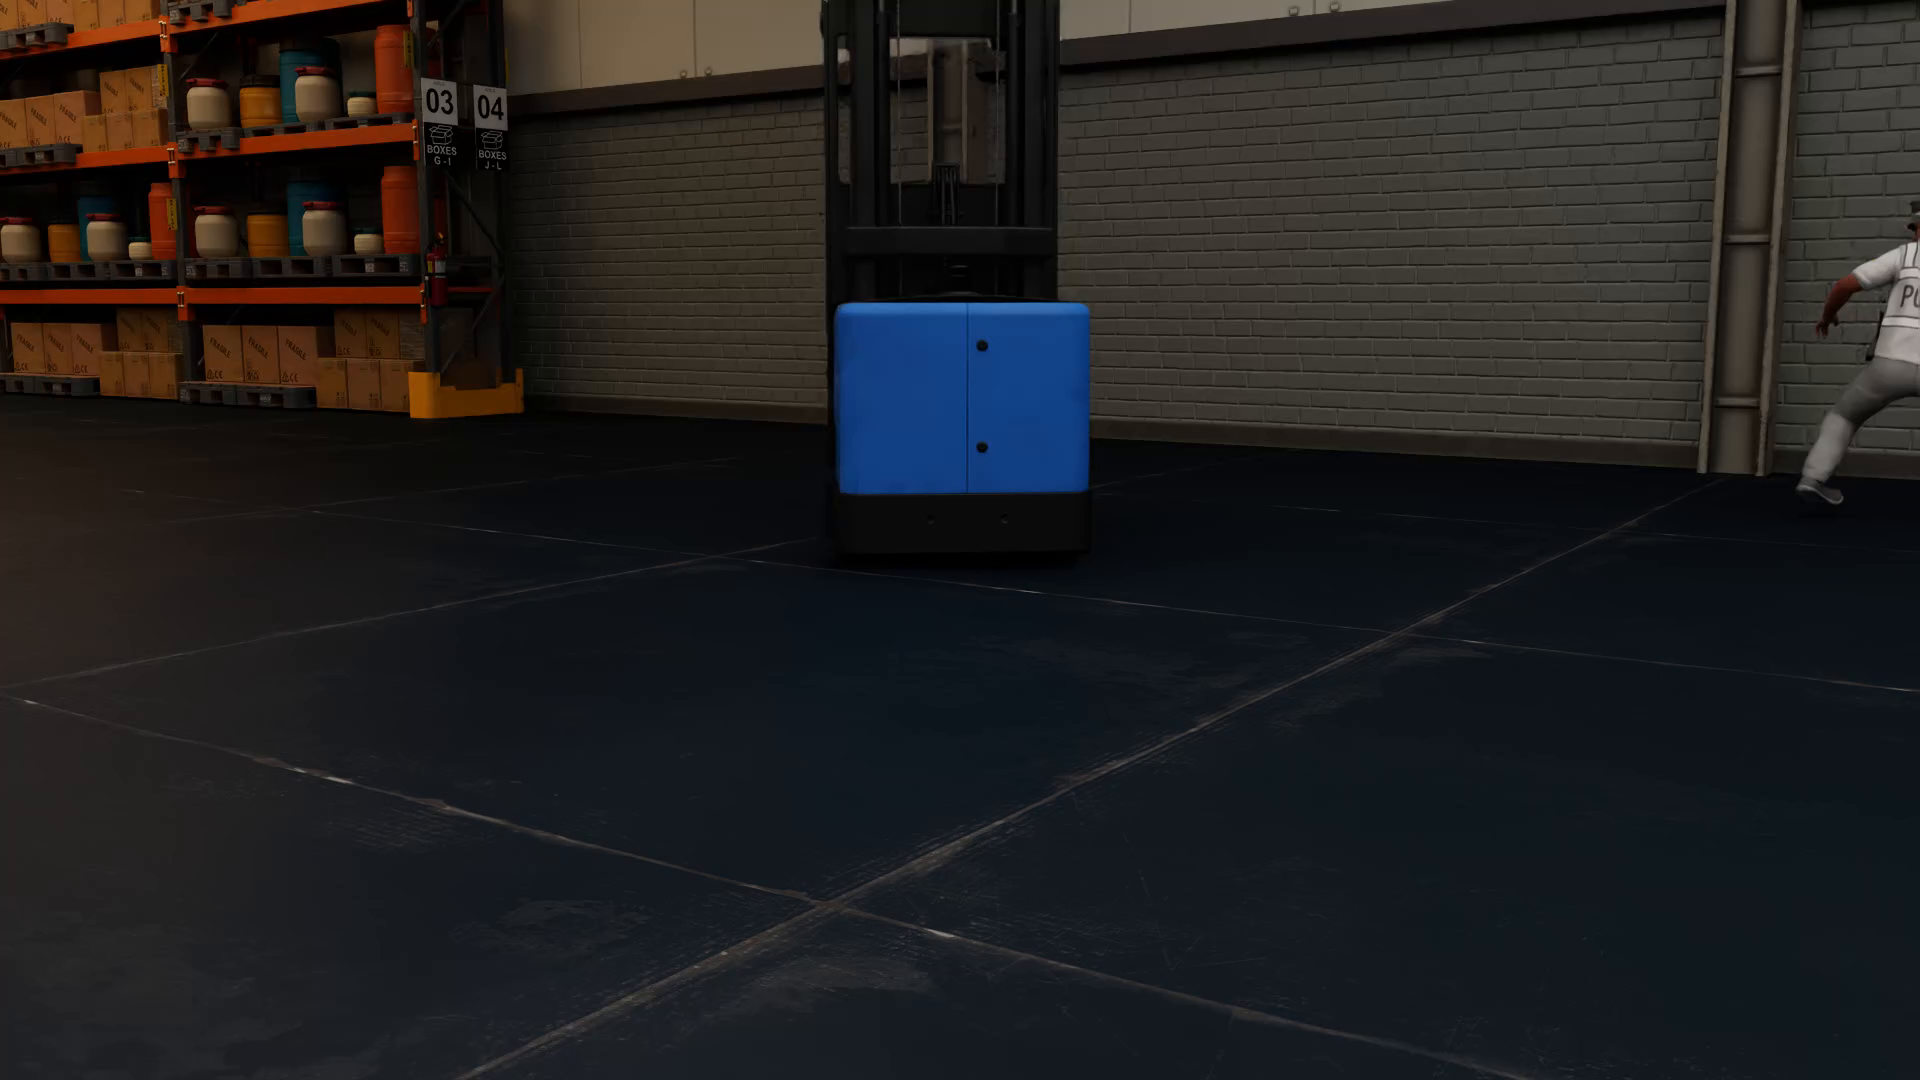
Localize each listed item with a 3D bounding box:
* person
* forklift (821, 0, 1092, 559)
[{"bbox_3d":[4.836,-0.837,8.214,1.156,1.693,0.546,5,10,32],"label":"person"},{"bbox_3d":[-0.111,-1.541,8.029,1.130,2.935,3.031,-1,8,-5],"label":"forklift"}]
